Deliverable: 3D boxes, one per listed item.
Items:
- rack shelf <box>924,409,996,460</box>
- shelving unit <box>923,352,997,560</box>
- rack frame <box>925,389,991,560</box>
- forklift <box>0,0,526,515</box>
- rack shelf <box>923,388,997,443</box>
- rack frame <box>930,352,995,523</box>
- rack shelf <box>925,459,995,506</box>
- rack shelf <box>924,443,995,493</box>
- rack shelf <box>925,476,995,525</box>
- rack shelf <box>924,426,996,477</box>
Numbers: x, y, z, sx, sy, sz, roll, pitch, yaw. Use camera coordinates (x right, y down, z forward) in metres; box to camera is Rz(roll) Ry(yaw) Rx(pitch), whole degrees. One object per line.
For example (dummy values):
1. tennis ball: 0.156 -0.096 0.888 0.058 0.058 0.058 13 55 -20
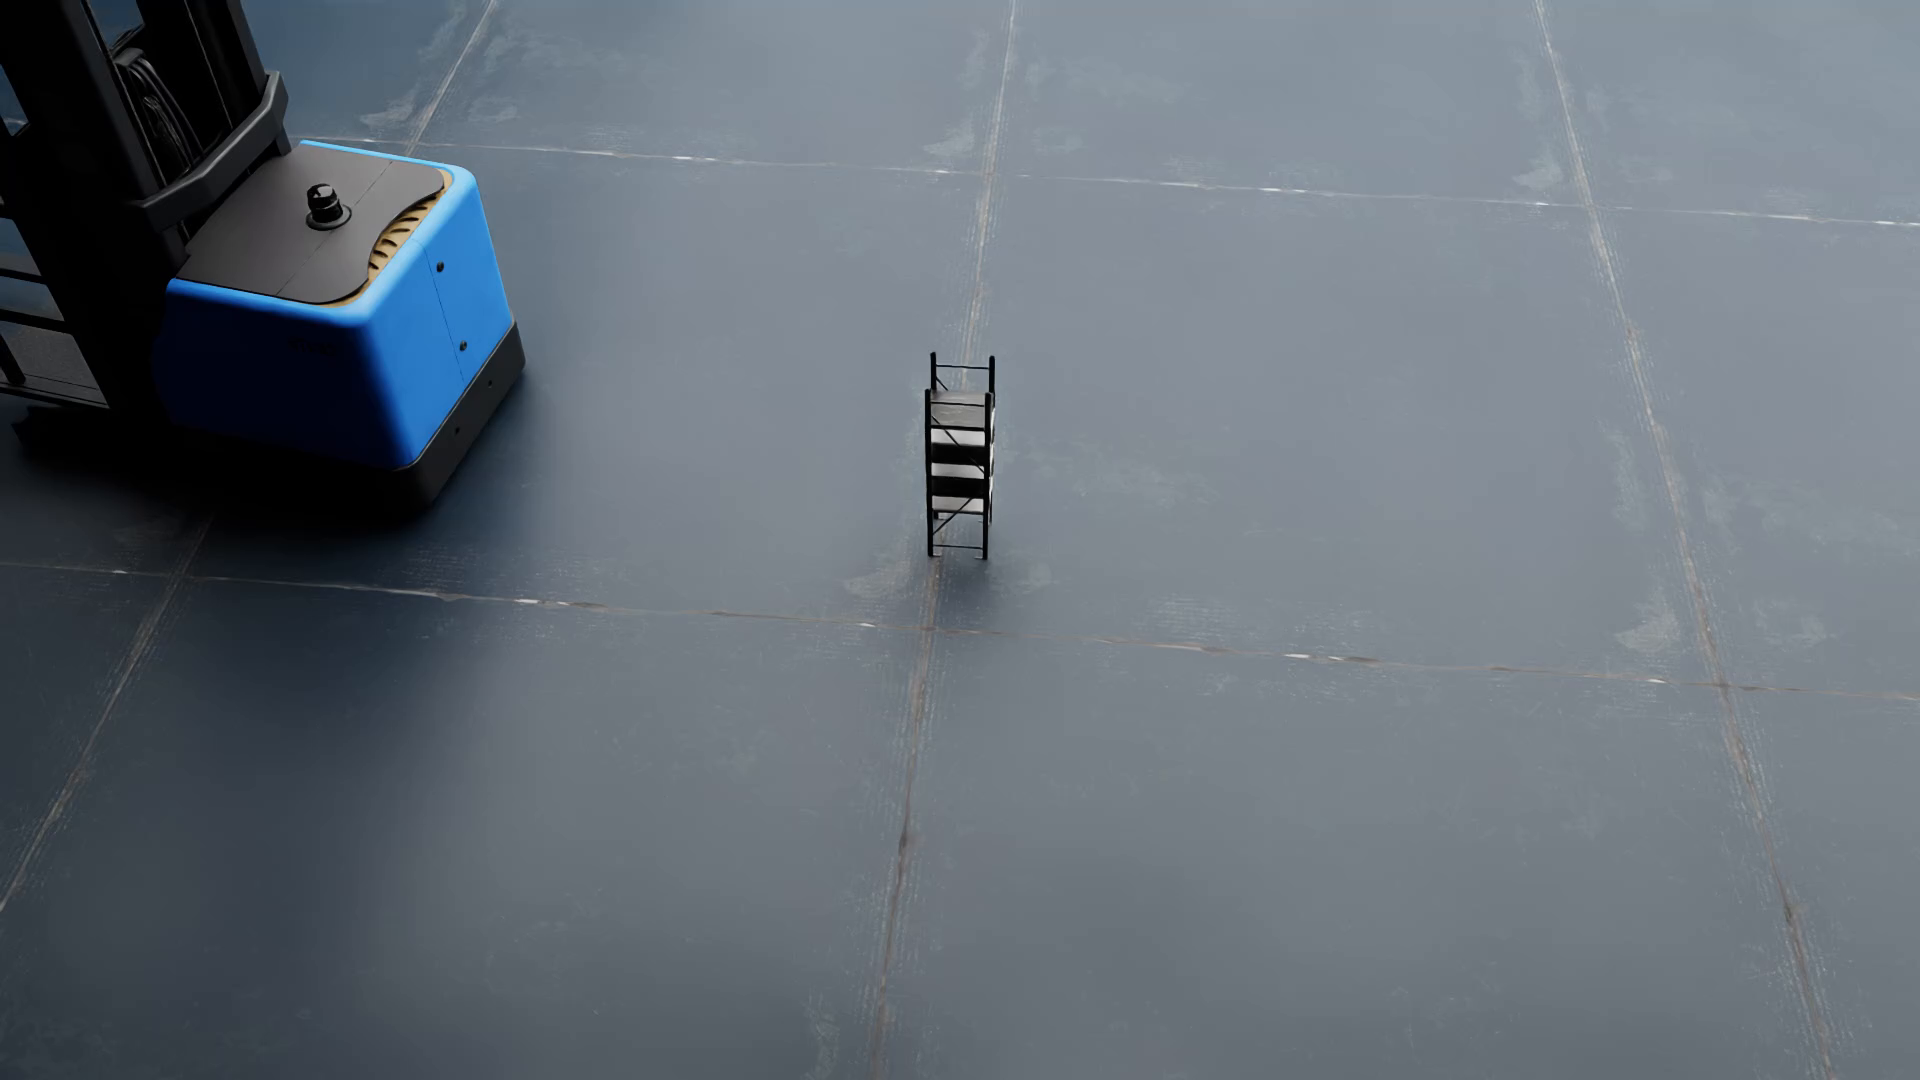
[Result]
1. rack shelf: 0.001 -0.409 6.315 0.258 0.077 0.200 4 48 4
2. shelving unit: 0.001 -0.310 6.423 0.258 0.900 0.210 4 48 4
3. rack frame: -0.009 -0.235 6.355 0.240 0.900 0.006 4 48 4
4. forklift: -3.500 -1.701 6.320 3.031 2.935 1.130 12 49 10
5. rack shelf: 0.001 -0.469 6.249 0.258 0.077 0.200 4 48 4
6. rack frame: 0.010 -0.384 6.492 0.240 0.900 0.006 4 48 4
7. rack shelf: 0.001 -0.226 6.514 0.258 0.077 0.200 4 48 4
8. rack shelf: 0.001 -0.287 6.448 0.258 0.077 0.200 4 48 4
9. rack shelf: 0.001 -0.166 6.581 0.258 0.077 0.200 4 48 4
10. rack shelf: 0.001 -0.348 6.382 0.258 0.077 0.200 4 48 4
